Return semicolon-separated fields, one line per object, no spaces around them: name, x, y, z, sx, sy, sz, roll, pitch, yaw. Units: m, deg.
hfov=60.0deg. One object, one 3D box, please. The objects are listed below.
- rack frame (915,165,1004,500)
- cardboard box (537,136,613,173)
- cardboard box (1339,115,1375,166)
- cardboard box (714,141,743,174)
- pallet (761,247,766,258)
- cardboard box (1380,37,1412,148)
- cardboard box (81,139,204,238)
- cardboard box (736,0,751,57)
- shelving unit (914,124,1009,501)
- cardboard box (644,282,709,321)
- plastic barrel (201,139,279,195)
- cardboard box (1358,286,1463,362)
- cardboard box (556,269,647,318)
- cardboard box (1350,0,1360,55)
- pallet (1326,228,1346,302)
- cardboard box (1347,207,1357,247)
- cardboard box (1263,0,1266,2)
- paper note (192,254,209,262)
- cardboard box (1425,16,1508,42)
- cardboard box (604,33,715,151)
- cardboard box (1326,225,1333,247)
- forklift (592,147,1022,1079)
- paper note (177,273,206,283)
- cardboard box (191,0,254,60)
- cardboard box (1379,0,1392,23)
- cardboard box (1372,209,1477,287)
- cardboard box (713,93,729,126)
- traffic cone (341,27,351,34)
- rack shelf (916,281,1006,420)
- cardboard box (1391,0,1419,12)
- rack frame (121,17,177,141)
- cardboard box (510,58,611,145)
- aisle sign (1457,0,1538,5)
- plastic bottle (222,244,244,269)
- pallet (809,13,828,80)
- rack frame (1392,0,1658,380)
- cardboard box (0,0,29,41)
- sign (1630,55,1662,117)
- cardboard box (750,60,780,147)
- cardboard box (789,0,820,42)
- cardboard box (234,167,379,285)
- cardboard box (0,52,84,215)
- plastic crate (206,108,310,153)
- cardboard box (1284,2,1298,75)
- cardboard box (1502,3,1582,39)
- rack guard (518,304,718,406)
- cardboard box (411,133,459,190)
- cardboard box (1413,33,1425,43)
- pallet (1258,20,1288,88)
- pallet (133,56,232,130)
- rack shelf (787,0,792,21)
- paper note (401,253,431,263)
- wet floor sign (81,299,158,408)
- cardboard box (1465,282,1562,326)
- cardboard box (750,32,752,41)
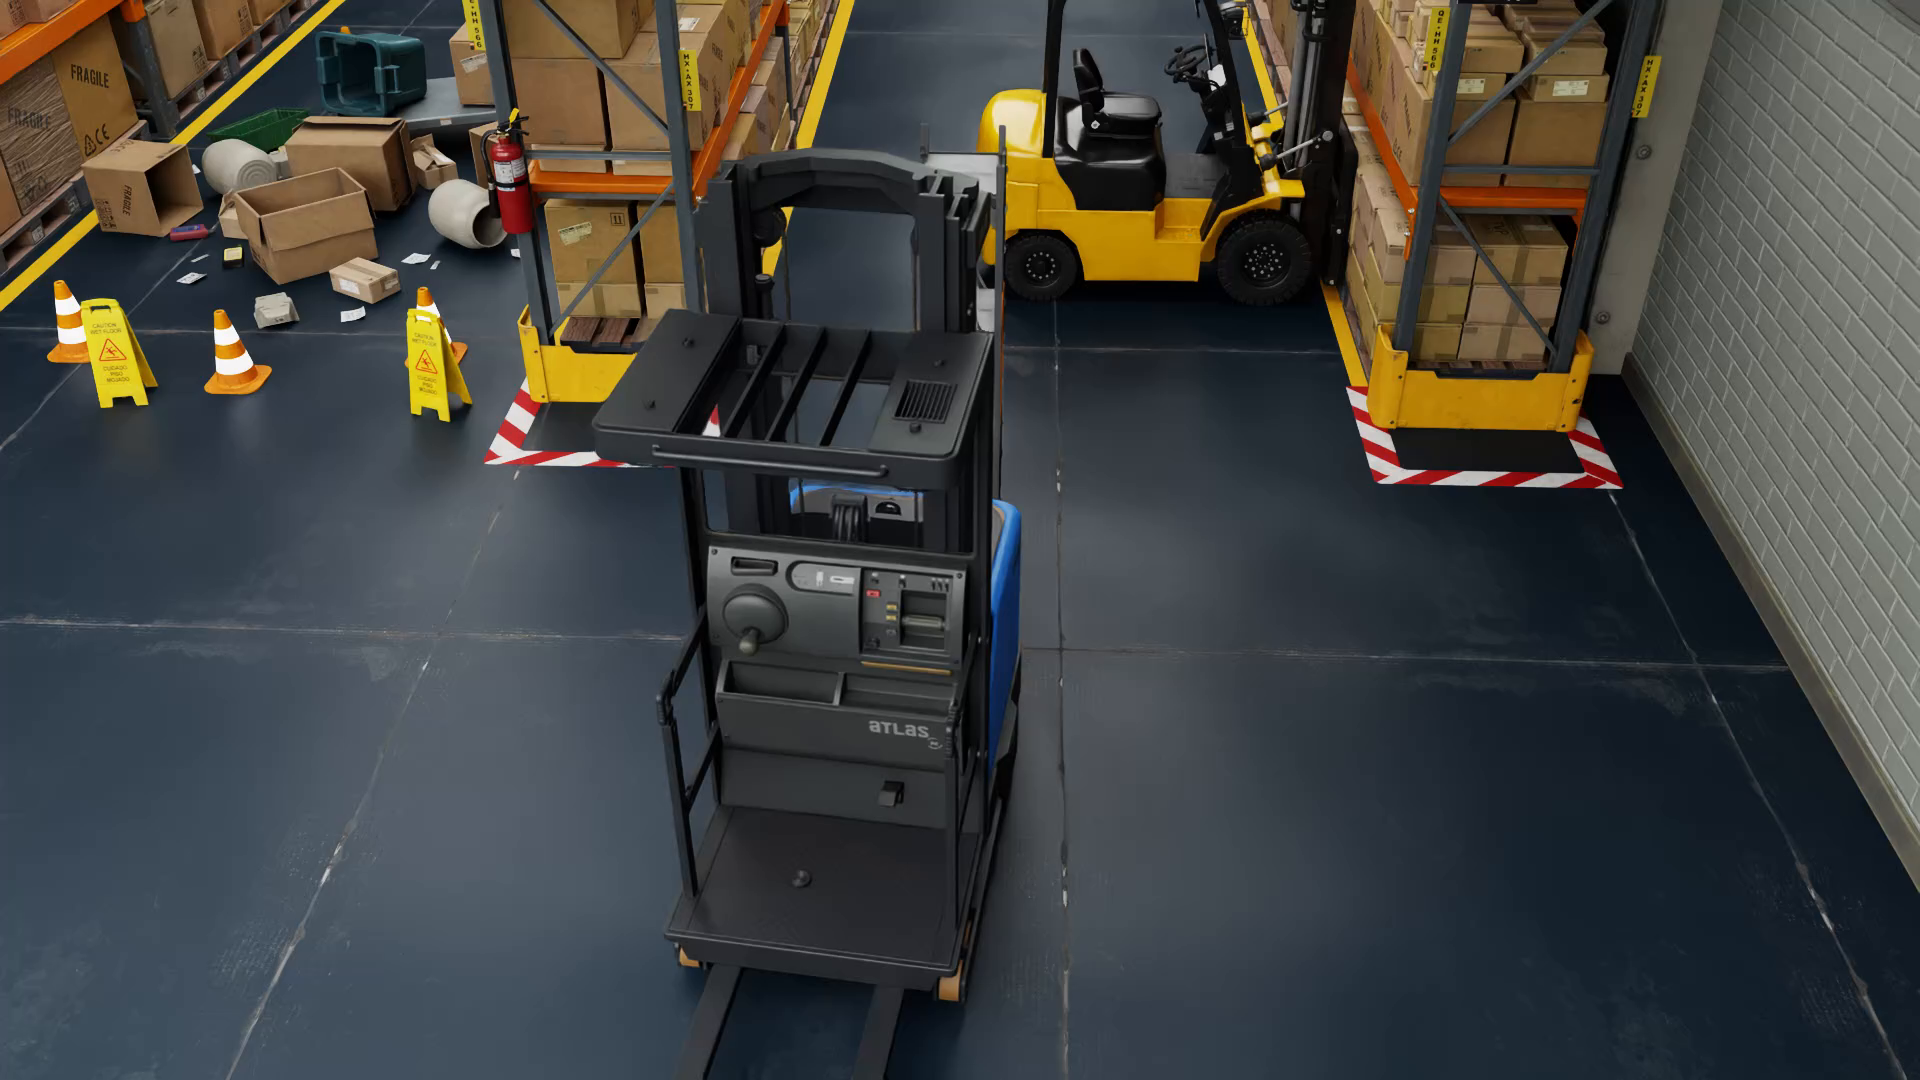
rack frame;-0.003;-0.814;8.028;0.400;2.100;0.015;1;35;2
cardboard box;-2.172;-2.204;9.441;0.380;0.149;0.250;2;35;3
cardboard box;2.746;-2.577;10.910;0.500;0.250;0.500;1;35;1
cardboard box;-1.648;-2.212;10.608;0.500;0.500;0.500;0;35;0
pallet;-1.851;-2.155;11.578;1.003;0.211;1.213;1;35;2
cardboard box;2.774;-2.602;9.702;0.500;0.500;0.500;2;35;3
cardboard box;-5.800;-2.504;11.822;0.500;0.500;0.500;7;36;10
cardboard box;-1.628;-3.398;10.576;0.500;0.500;0.500;1;35;1
shelving unit;0.007;-0.954;8.227;0.431;2.100;0.503;1;35;2
cardboard box;-1.665;-1.591;10.377;0.500;0.250;0.500;1;35;1
plastic barrel;-5.276;-2.700;12.169;0.512;0.421;0.421;28;44;33
cardboard box;2.690;-1.299;9.961;0.500;0.250;0.500;2;35;2
cardboard box;-2.209;-1.618;10.416;0.500;0.250;0.500;1;35;2
cardboard box;2.845;-3.474;10.943;0.500;0.500;0.500;1;35;1
pallet;3.027;-1.973;11.319;1.003;0.211;1.213;1;35;2
cardboard box;2.724;-2.098;10.663;0.500;0.250;0.500;1;35;1
cardboard box;3.269;-5.413;15.489;0.875;0.625;0.625;2;35;3
paper note;-5.231;-1.940;11.448;0.032;0.001;0.123;20;40;26
cardboard box;2.769;-2.755;9.098;0.380;0.149;0.250;1;35;2
cardboard box;-1.677;-2.515;9.320;0.500;0.500;0.500;1;35;1
cardboard box;2.747;-2.170;11.201;0.500;0.250;0.500;2;35;3
forklift;-0.473;0.303;5.715;1.130;2.935;3.031;5;35;8
paper note;-5.166;-1.765;11.183;0.144;0.017;0.142;13;37;18
cardboard box;-6.785;-4.606;14.231;1.050;0.750;0.750;1;35;2
cardboard box;2.747;-3.224;10.023;0.380;0.149;0.250;2;35;2
cardboard box;2.693;-1.702;9.665;0.500;0.250;0.500;2;35;3
cardboard box;-1.609;-2.615;10.027;0.380;0.149;0.250;2;35;3
traffic cone;-5.200;-4.139;14.183;0.336;0.463;0.334;1;35;2
rack shelf;0.007;-0.943;8.235;0.431;0.518;0.480;1;35;2
cardboard box;2.736;-3.200;9.730;0.380;0.149;0.250;2;35;3
rack frame;-6.763;-4.441;12.406;1.000;3.000;0.127;1;35;2
cardboard box;-2.227;-2.568;9.395;0.500;0.500;0.500;1;35;1
aisle sign;2.690;-3.007;8.105;0.394;0.787;0.004;1;35;2
plastic bottle;-4.990;-1.952;11.420;0.133;0.061;0.283;-10;36;-14
pallet;-1.737;-4.394;14.765;1.003;0.211;1.213;1;35;2
rack frame;2.986;-1.974;8.896;1.000;3.000;0.127;1;35;2
cardboard box;-6.905;-3.666;11.173;0.875;0.550;0.550;1;35;2
sign;3.541;-2.345;8.602;0.100;0.325;0.005;1;35;2
cardboard box;-1.587;-3.100;11.872;0.500;0.500;0.500;2;35;3
cardboard box;-1.743;-4.596;14.546;0.950;0.372;0.625;2;35;3
cardboard box;-4.433;-2.133;11.293;0.797;0.503;0.637;-24;42;-30
cardboard box;-6.890;-2.866;11.648;0.875;0.875;0.875;2;35;2
plastic crate;-5.461;-3.184;13.013;0.450;0.188;0.662;11;35;32
cardboard box;3.196;-4.218;13.789;0.875;0.625;0.625;1;35;1
cardboard box;3.254;-2.892;9.292;0.380;0.149;0.250;2;35;3
rack guard;-1.970;-1.108;9.837;1.175;0.500;0.348;1;35;2
cardboard box;-3.990;-2.848;12.517;0.258;0.266;0.396;-24;42;-30
cardboard box;2.773;-2.782;9.394;0.380;0.149;0.250;2;35;3
pallet;3.184;-4.259;14.572;1.003;0.211;1.213;1;35;2
pallet;-6.807;-3.745;13.842;1.003;0.211;1.213;1;35;2
rack shelf;-1.732;-5.240;14.168;1.077;0.370;4.000;1;35;2
paper note;-3.740;-1.941;11.441;0.148;0.019;0.142;13;37;18
wet floor sign;-4.946;-1.118;9.725;0.267;0.644;0.232;-4;35;-6
cardboard box;3.213;-1.491;9.800;0.500;0.250;0.500;2;35;3
cardboard box;-1.599;-3.360;11.087;0.380;0.149;0.250;1;35;1
